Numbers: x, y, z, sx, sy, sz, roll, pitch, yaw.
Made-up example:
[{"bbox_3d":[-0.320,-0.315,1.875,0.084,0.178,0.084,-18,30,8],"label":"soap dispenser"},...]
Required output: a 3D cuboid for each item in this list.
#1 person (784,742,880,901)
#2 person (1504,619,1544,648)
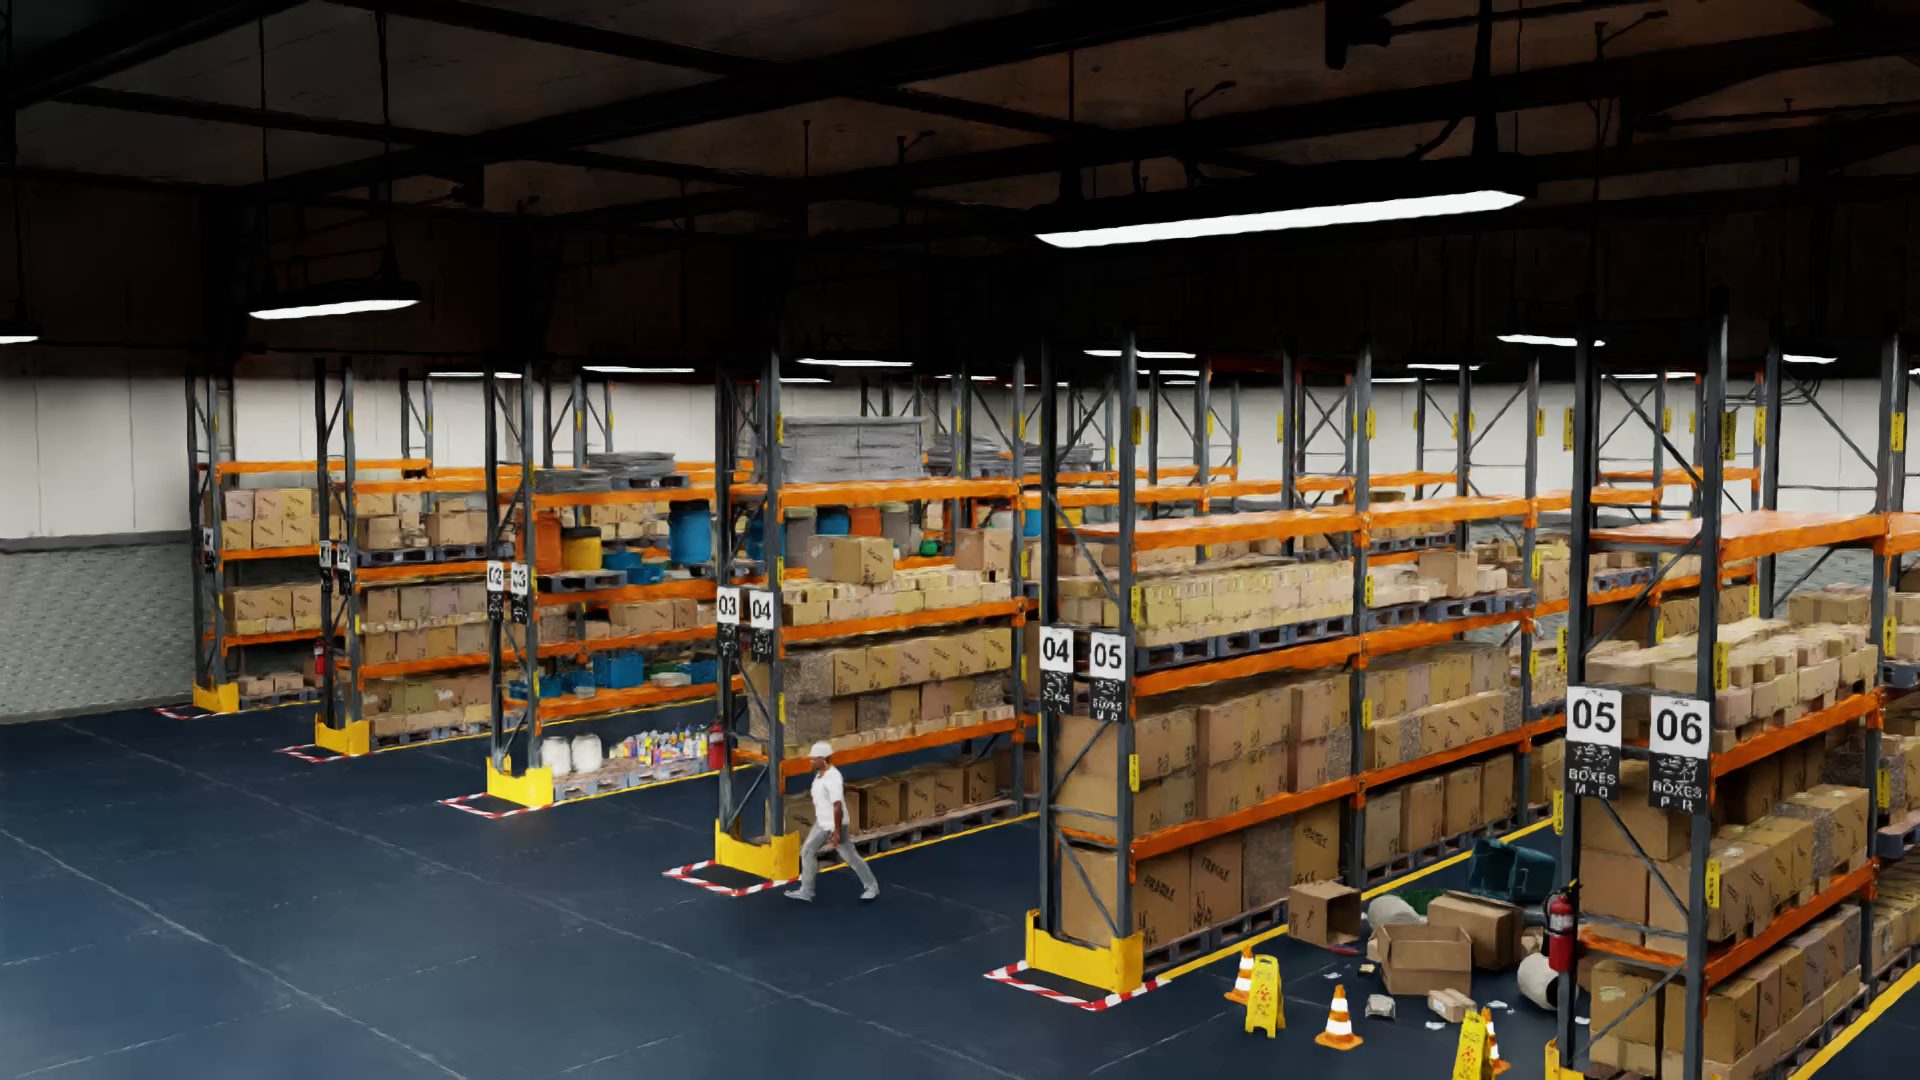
[{"bbox_3d":[-1.344,2.975,17.539,0.972,1.715,0.617,-2,5,-25],"label":"person"},{"bbox_3d":[10.158,2.009,29.849,0.700,1.750,0.697,3,5,35],"label":"person"}]
